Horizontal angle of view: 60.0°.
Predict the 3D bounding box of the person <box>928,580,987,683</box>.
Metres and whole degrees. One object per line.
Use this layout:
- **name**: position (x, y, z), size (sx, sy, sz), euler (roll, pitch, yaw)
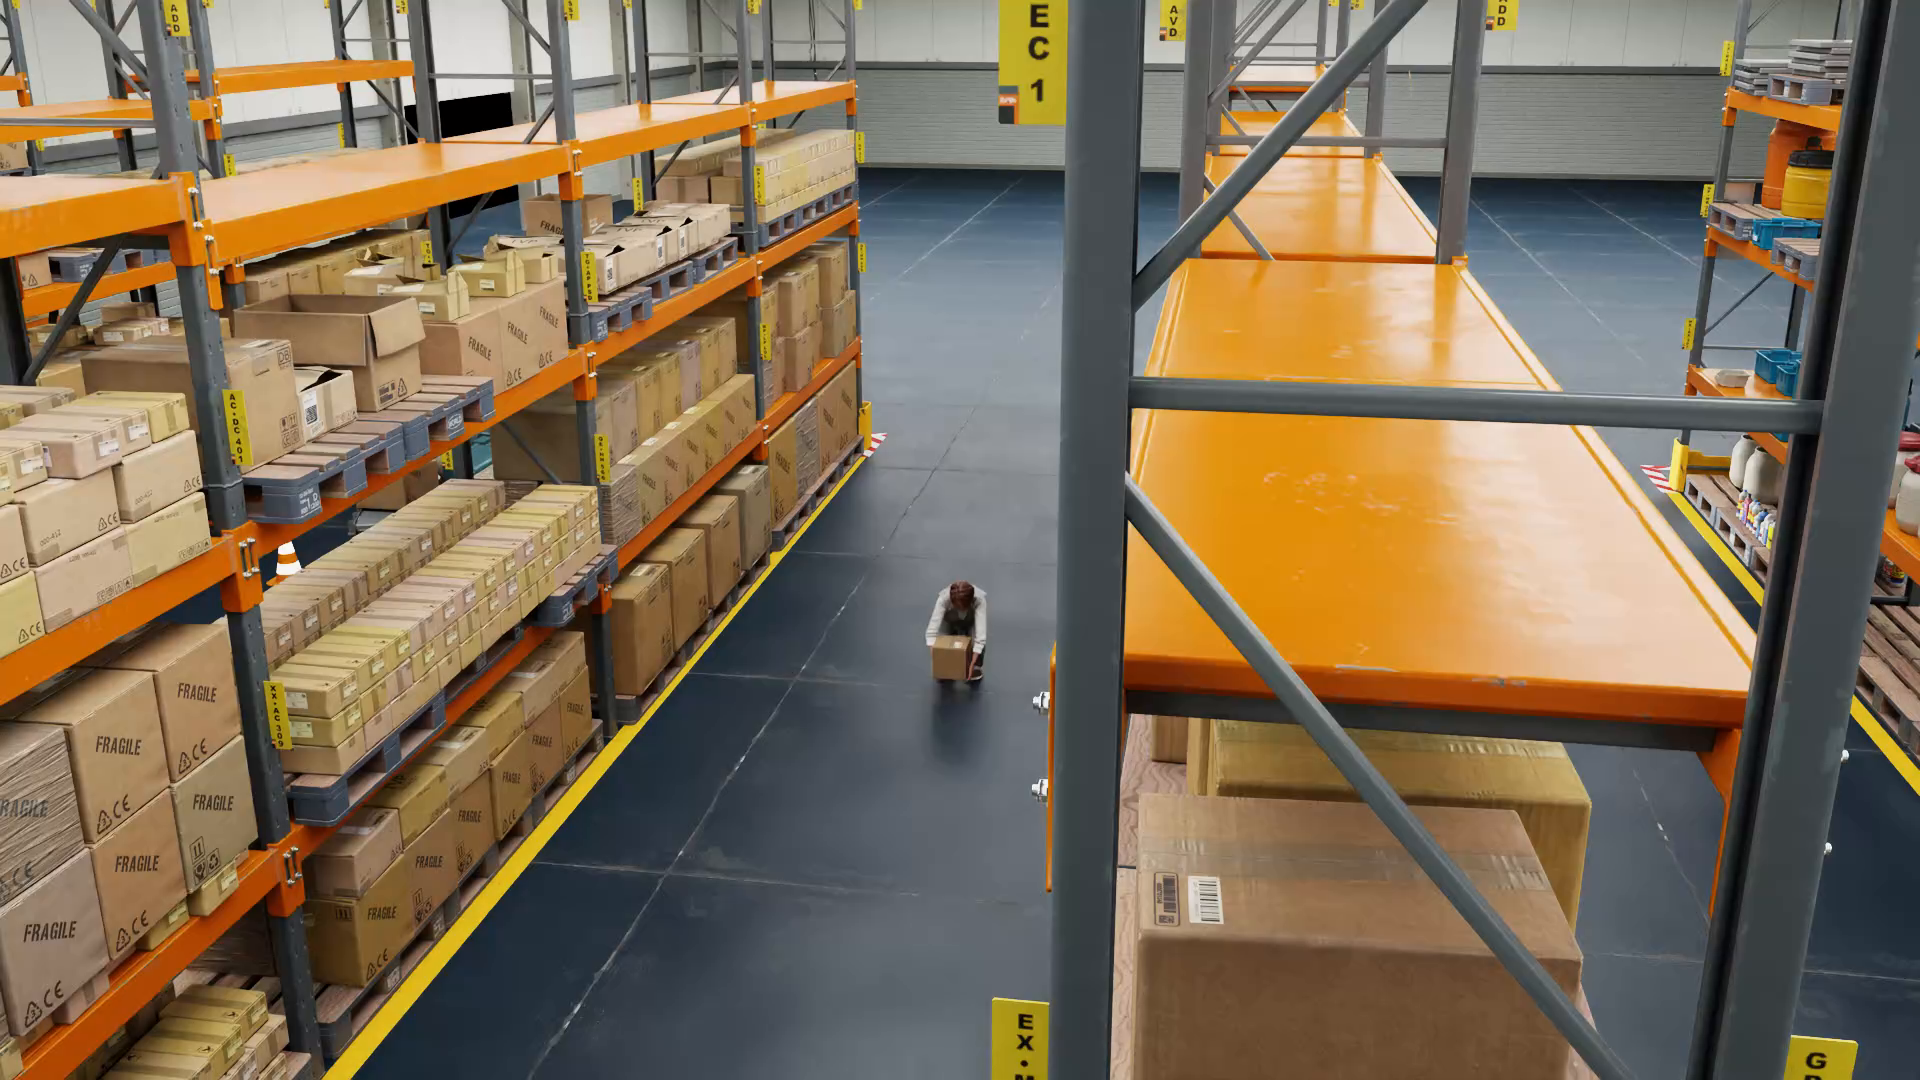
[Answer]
- **person**: position (-0.004, 0.634, 12.603), size (0.437, 0.809, 0.806), euler (3, 18, 9)
